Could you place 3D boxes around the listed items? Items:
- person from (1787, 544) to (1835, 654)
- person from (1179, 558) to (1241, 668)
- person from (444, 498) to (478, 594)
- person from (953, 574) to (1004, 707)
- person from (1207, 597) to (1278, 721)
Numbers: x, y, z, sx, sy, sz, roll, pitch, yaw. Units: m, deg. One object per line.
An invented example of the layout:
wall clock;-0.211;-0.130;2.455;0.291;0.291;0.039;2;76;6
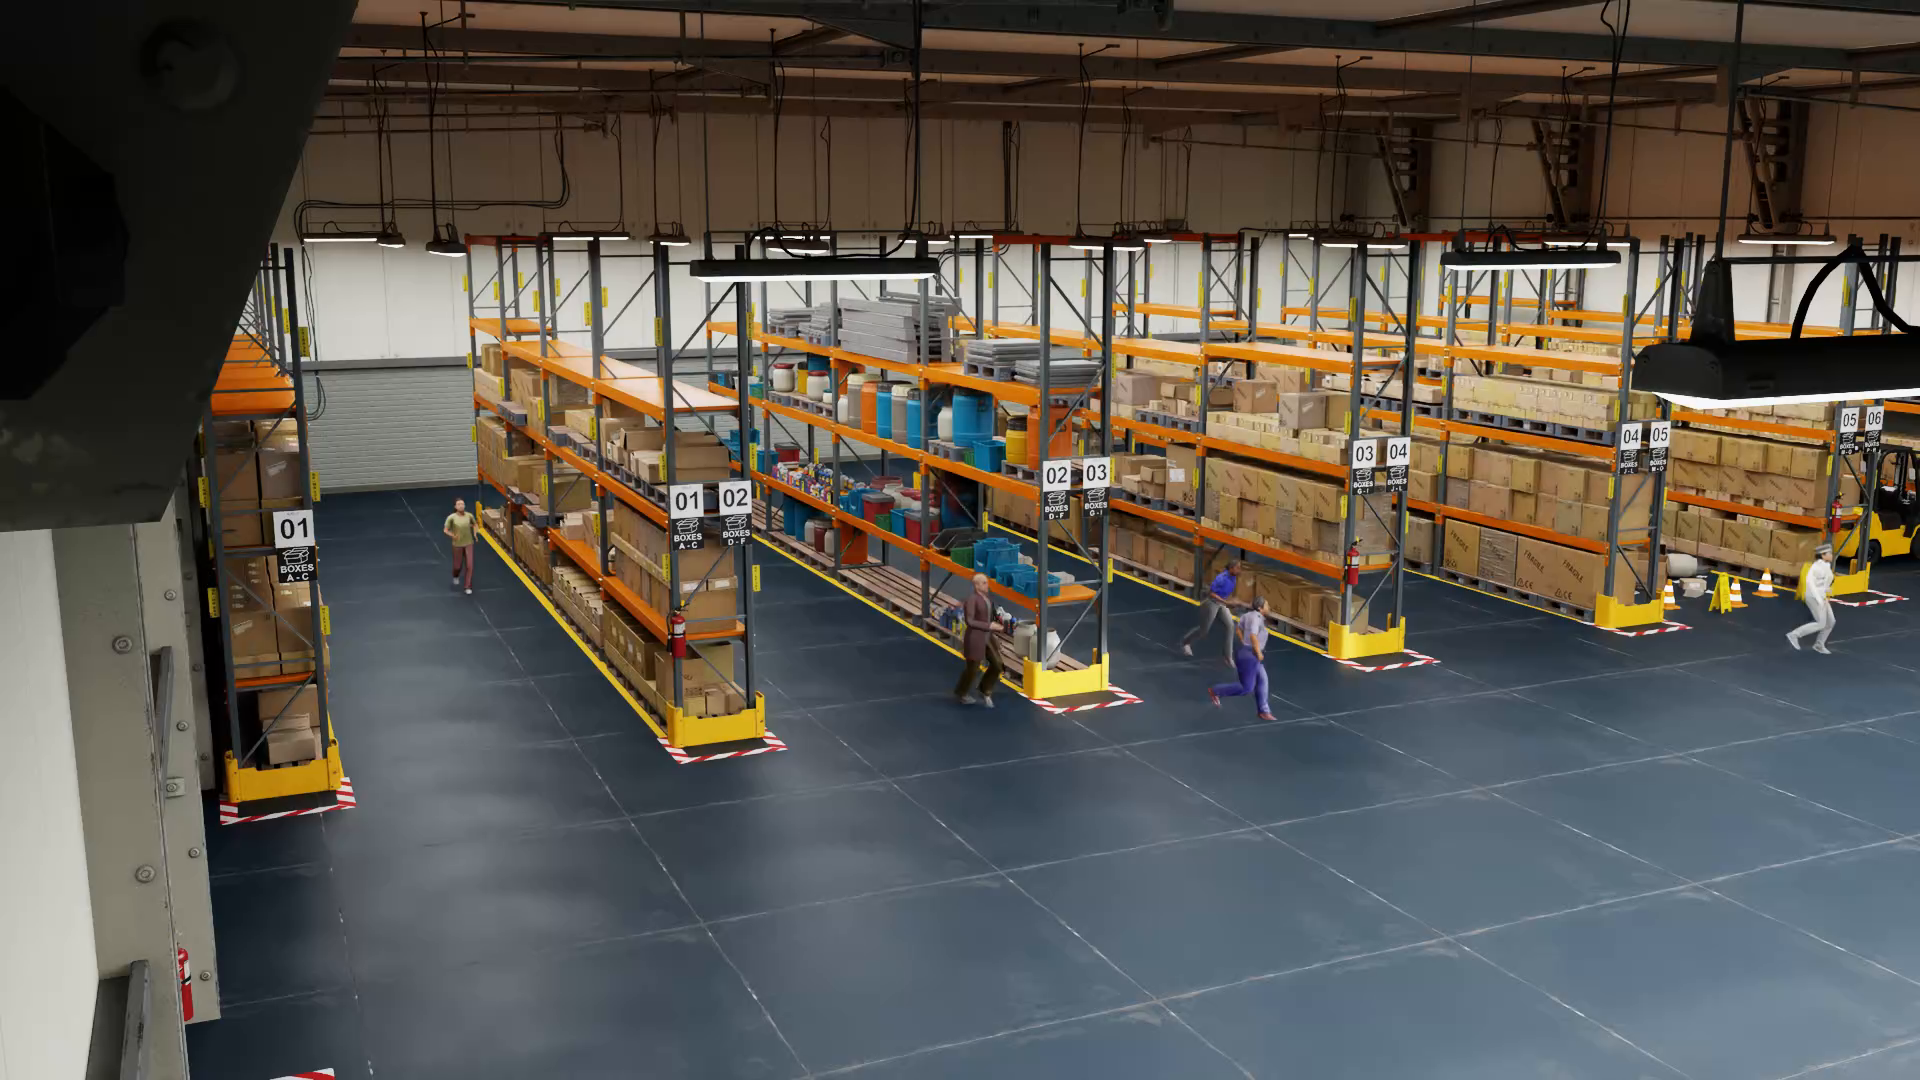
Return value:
person;12.564;0.874;24.445;0.591;1.687;0.792;7;13;33
person;3.609;1.008;23.949;0.967;1.615;0.617;8;14;37
person;-8.496;0.084;28.407;0.588;1.628;0.758;-6;12;-28
person;0.271;1.337;21.696;0.795;1.840;0.728;7;13;33
person;3.614;1.536;21.153;0.935;1.635;0.604;0;11;0
